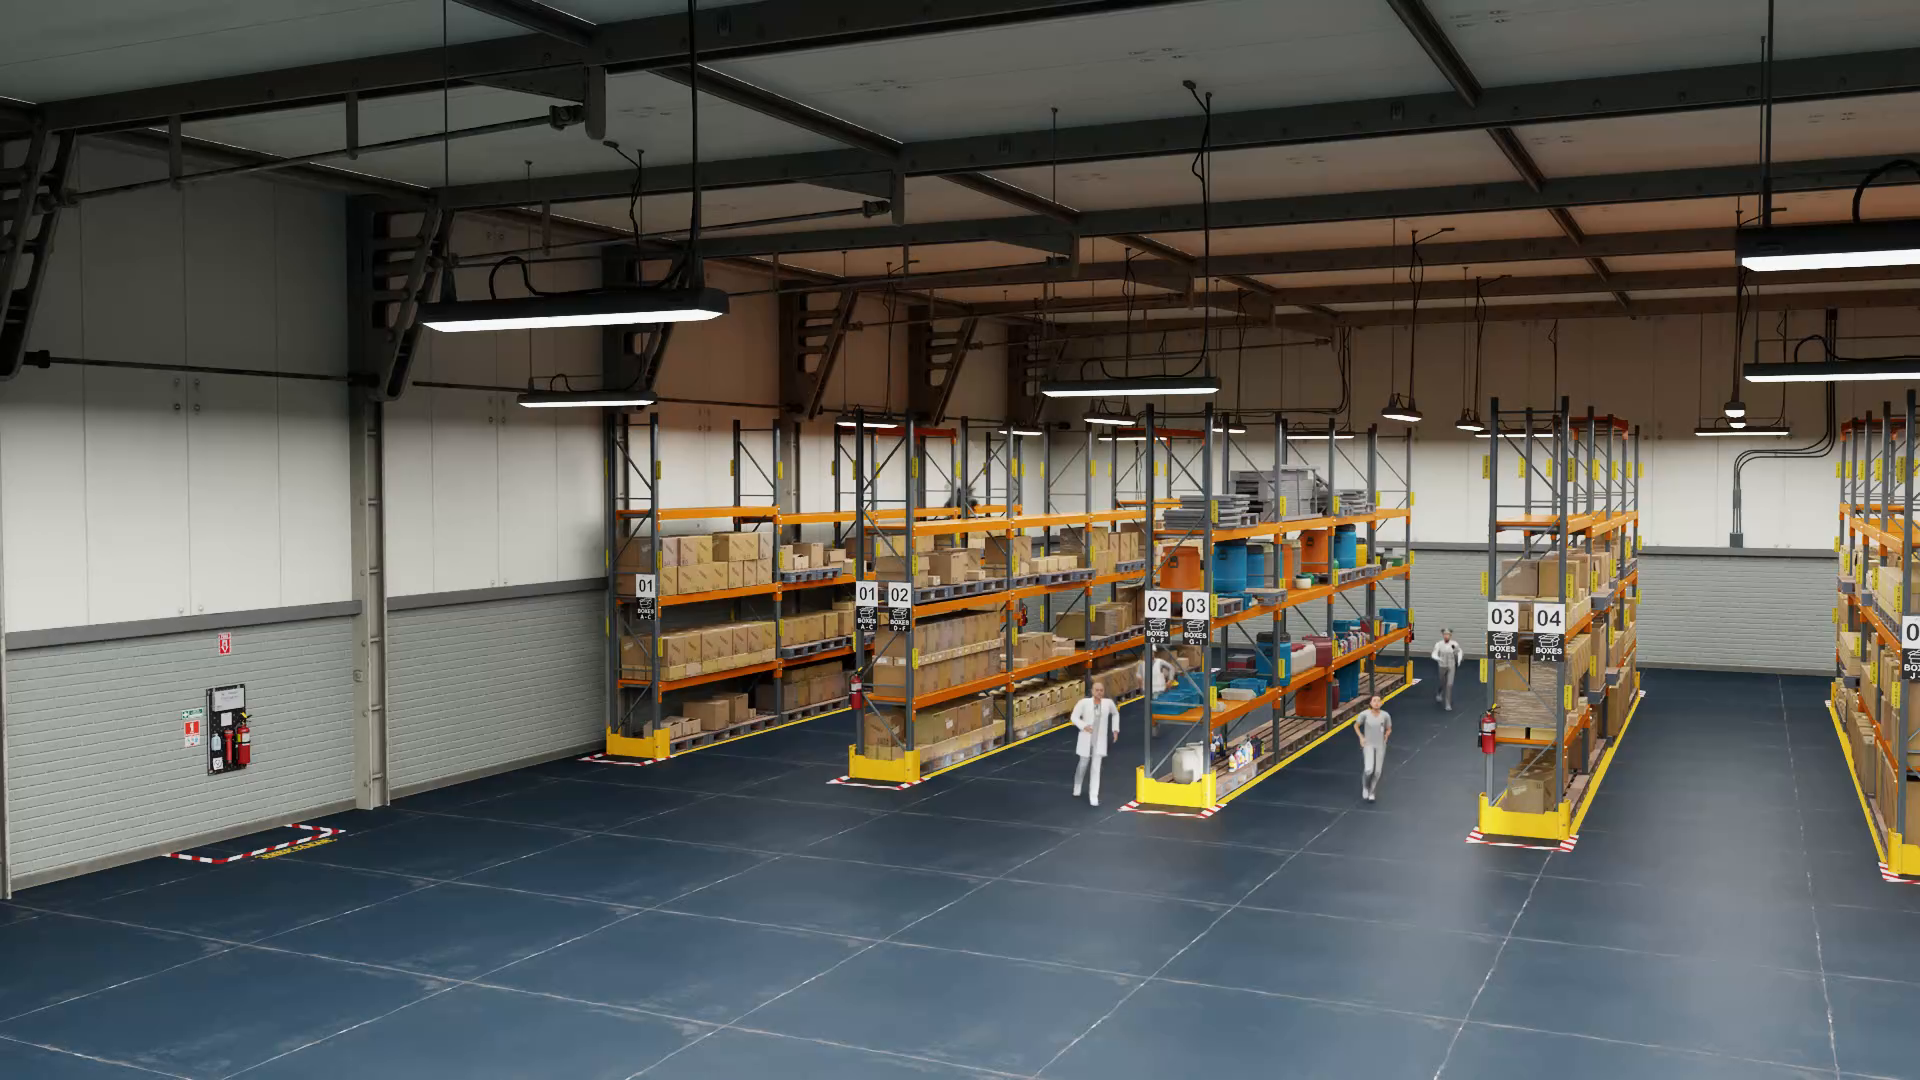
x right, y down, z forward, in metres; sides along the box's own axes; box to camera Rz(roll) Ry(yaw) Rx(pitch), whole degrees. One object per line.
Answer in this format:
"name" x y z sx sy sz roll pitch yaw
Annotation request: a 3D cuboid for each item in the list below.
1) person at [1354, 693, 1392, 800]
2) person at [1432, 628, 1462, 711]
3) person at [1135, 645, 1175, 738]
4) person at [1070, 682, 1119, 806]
"person" 6.229 3.121 25.001 0.538 1.629 0.580 0 2 4
"person" 10.254 2.693 35.003 0.624 1.702 0.914 1 2 14
"person" 3.611 2.809 31.012 0.664 1.753 0.853 1 3 29
"person" 2.039 3.043 25.162 0.744 1.788 0.974 0 2 -2
